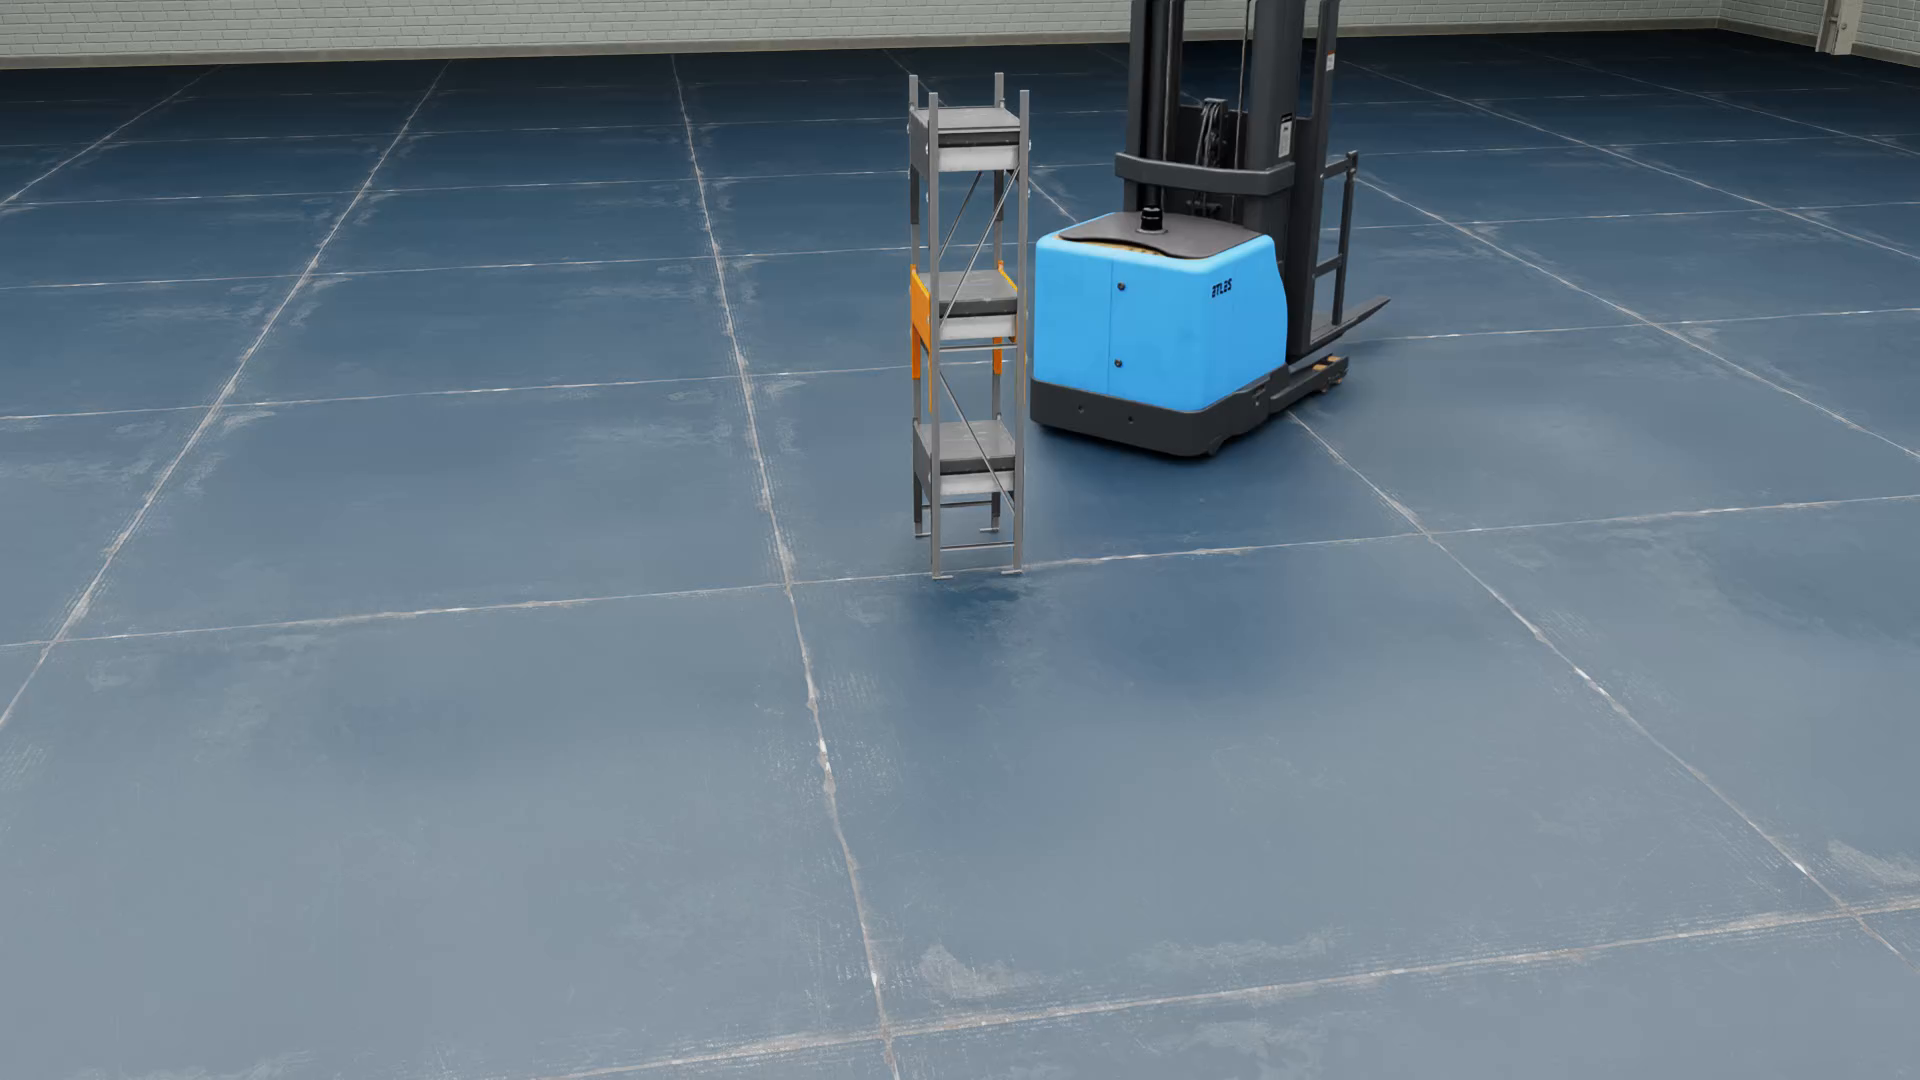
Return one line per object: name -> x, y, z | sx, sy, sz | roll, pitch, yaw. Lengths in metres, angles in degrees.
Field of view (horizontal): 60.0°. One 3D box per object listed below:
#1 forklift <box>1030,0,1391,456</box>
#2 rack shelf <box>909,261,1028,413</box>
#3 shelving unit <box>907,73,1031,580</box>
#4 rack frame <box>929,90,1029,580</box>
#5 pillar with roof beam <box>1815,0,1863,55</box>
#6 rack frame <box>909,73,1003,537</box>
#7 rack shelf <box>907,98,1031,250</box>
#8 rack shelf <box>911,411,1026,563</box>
forklift -> 1.649, -2.305, 9.365 | 1.130, 2.935, 3.031 | 16, 28, 32
rack shelf -> 0.031, -0.885, 7.186 | 0.431, 0.518, 0.480 | -4, 24, -10
shelving unit -> 0.031, -0.897, 7.181 | 0.431, 2.100, 0.503 | -4, 24, -10
rack frame -> 0.076, -0.801, 6.961 | 0.400, 2.100, 0.015 | -4, 24, -10
pillar with roof beam -> 8.145, -10.710, 21.029 | 9.100, 9.000, 0.400 | -4, 24, -10
rack frame -> -0.015, -0.993, 7.400 | 0.400, 2.100, 0.015 | -4, 24, -10
rack shelf -> 0.031, -1.526, 6.906 | 0.431, 0.518, 0.480 | -4, 24, -10
rack shelf -> 0.031, -0.243, 7.466 | 0.431, 0.518, 0.480 | -4, 24, -10
